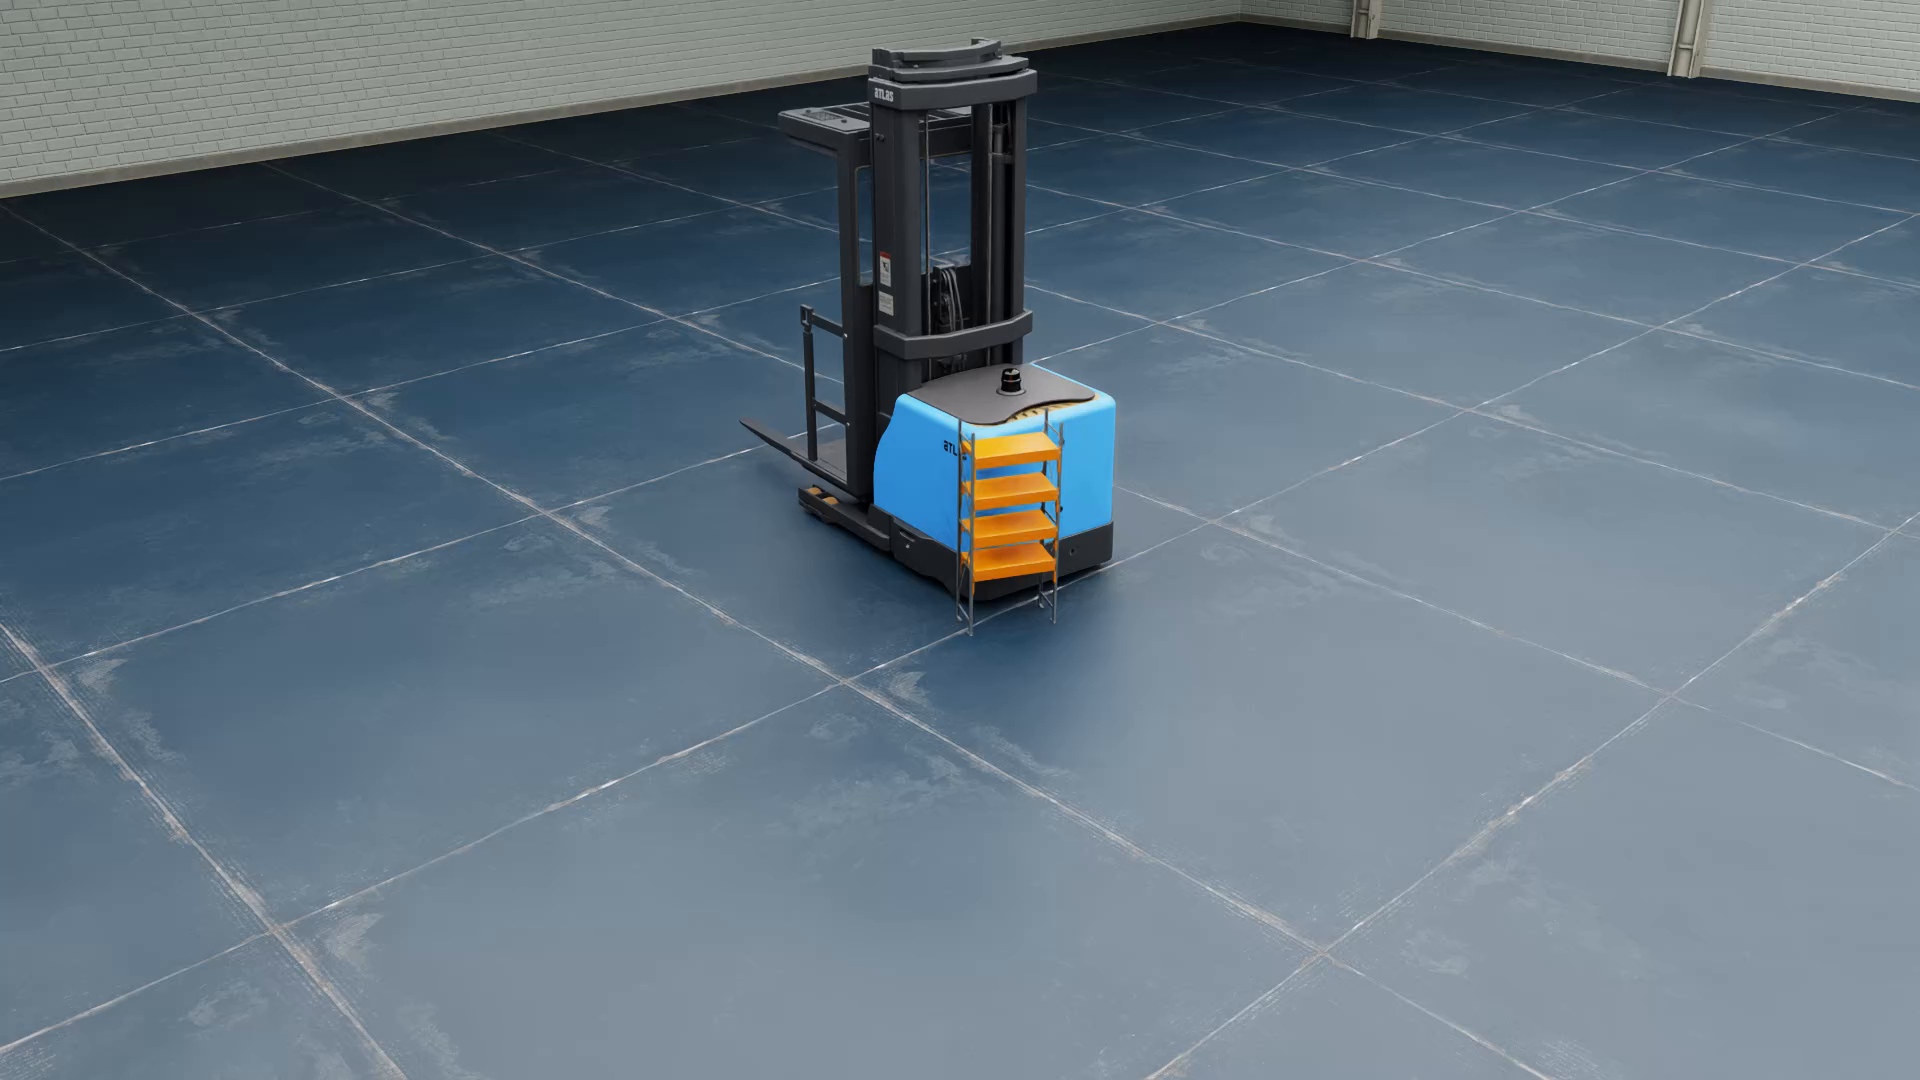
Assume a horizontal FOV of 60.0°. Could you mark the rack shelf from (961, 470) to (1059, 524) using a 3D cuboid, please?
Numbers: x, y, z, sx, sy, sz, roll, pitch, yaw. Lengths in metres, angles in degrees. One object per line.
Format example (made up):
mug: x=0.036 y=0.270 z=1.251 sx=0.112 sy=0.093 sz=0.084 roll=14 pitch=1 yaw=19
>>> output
rack shelf: x=0.262 y=-0.233 z=8.930 sx=0.480 sy=0.148 sz=0.258 roll=-8 pitch=27 yaw=-17

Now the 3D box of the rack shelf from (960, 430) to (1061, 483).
rack shelf: x=0.264 y=-0.446 z=8.826 sx=0.480 sy=0.148 sz=0.258 roll=-8 pitch=27 yaw=-17

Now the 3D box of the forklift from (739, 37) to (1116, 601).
forklift: x=-0.372 y=-1.544 z=10.103 sx=1.130 sy=2.935 sz=3.031 roll=-17 pitch=29 yaw=-33

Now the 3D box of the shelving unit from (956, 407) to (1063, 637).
shelving unit: x=0.261 y=-0.093 z=8.999 sx=0.503 sy=1.200 sz=0.258 roll=-8 pitch=27 yaw=-17

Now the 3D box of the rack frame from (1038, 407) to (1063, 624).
rack frame: x=0.493 y=-0.125 z=9.068 sx=0.015 sy=1.200 sz=0.240 roll=-8 pitch=27 yaw=-17

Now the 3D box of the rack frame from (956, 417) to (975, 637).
rack frame: x=0.029 y=-0.061 z=8.930 sx=0.015 sy=1.200 sz=0.240 roll=-8 pitch=27 yaw=-17

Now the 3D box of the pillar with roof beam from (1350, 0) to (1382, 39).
pillar with roof beam: x=4.245 y=-12.063 z=25.851 sx=9.100 sy=9.000 sz=0.400 roll=-21 pitch=32 yaw=-38

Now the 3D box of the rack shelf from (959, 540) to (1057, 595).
rack shelf: x=0.258 y=0.146 z=9.116 sx=0.480 sy=0.148 sz=0.258 roll=-8 pitch=27 yaw=-17

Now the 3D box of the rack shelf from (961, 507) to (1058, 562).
rack shelf: x=0.260 y=-0.033 z=9.028 sx=0.480 sy=0.148 sz=0.258 roll=-8 pitch=27 yaw=-17

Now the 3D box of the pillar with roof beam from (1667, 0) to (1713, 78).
pillar with roof beam: x=8.346 y=-10.245 z=21.866 sx=9.100 sy=9.000 sz=0.400 roll=-21 pitch=32 yaw=-38
